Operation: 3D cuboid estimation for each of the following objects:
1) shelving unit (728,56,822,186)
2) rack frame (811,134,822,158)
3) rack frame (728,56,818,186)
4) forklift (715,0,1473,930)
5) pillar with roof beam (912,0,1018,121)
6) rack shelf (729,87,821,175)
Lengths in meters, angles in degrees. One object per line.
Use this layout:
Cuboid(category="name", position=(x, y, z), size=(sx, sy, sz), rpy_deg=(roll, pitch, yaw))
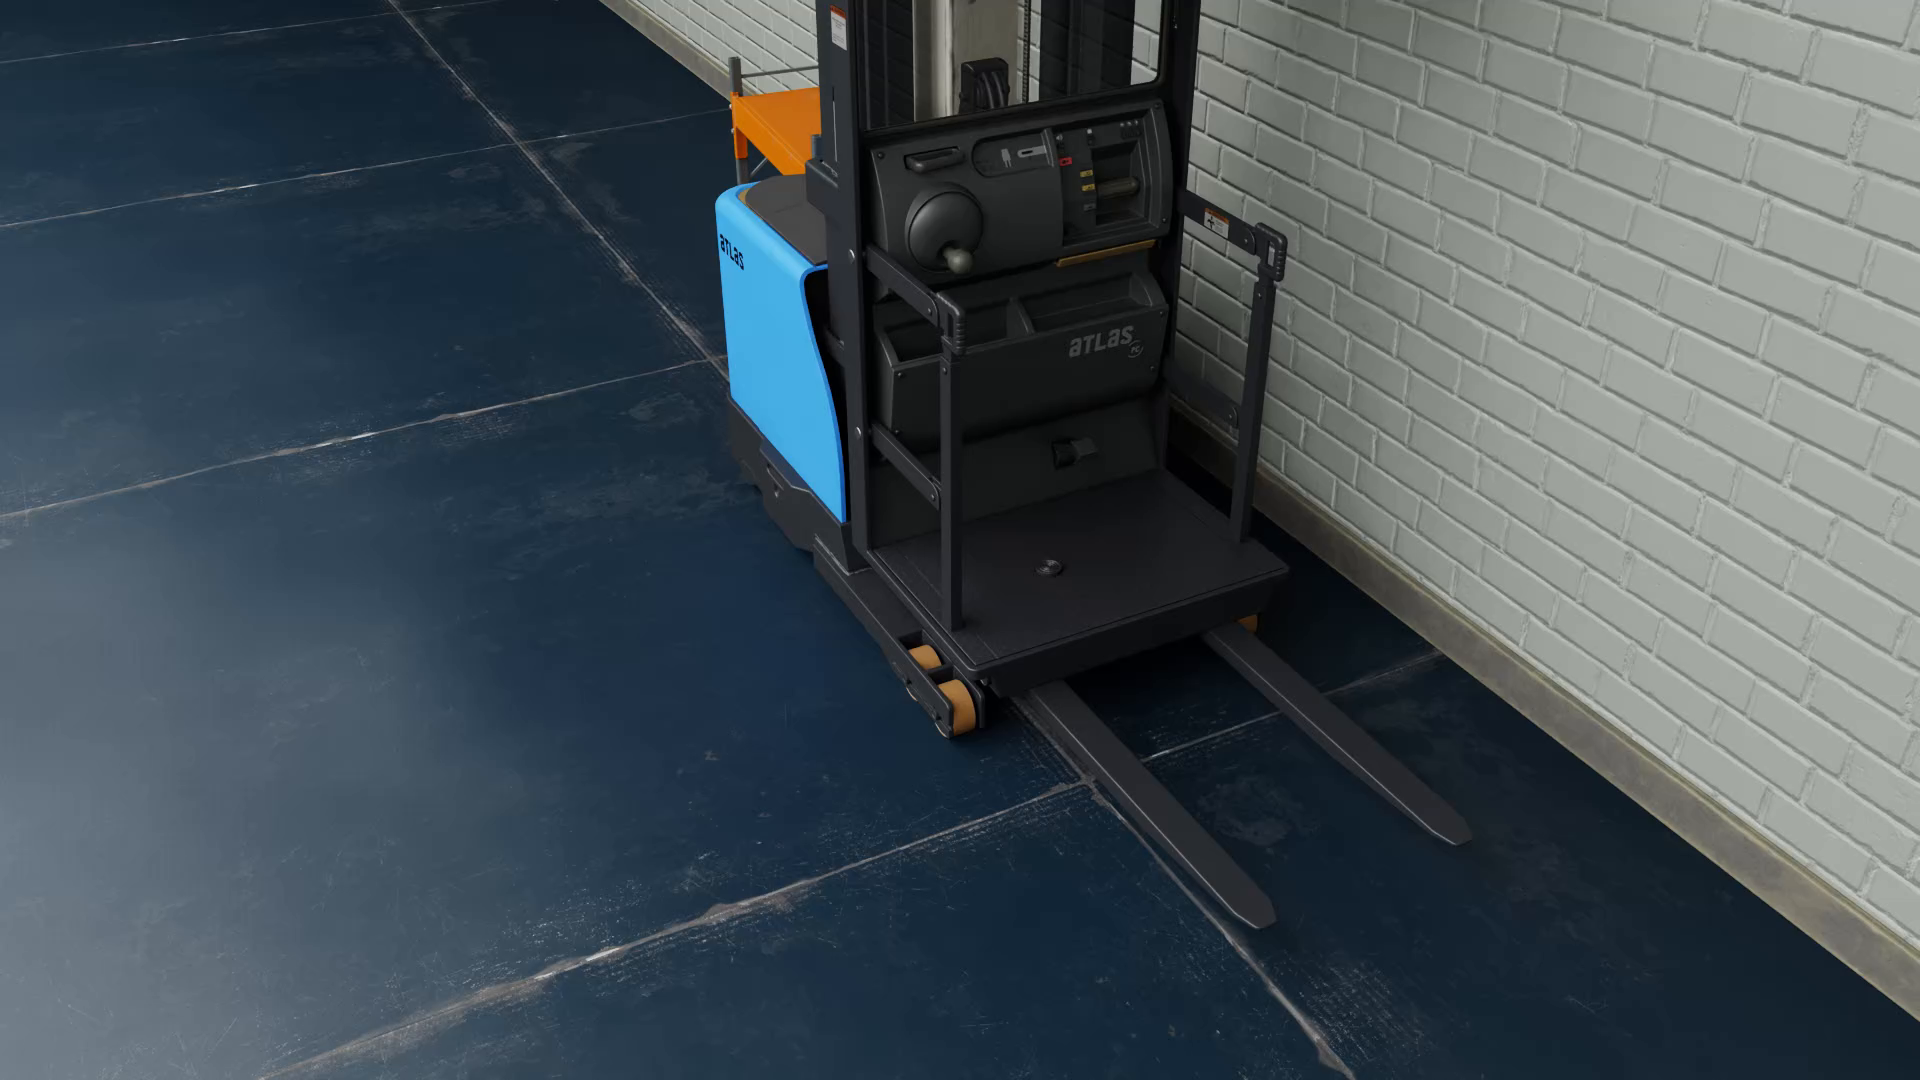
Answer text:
Cuboid(category="shelving unit", position=(-0.498, -1.264, 6.680), size=(0.538, 1.125, 1.048), rpy_deg=(-13, 35, -20))
Cuboid(category="rack frame", position=(-0.296, -1.012, 6.287), size=(0.500, 1.125, 0.032), rpy_deg=(-13, 35, -20))
Cuboid(category="rack frame", position=(-0.699, -1.516, 7.073), size=(0.500, 1.125, 0.032), rpy_deg=(-13, 35, -20))
Cuboid(category="forklift", position=(0.290, -0.937, 4.496), size=(1.130, 2.935, 3.031), rpy_deg=(-16, 36, -23))
Cuboid(category="pillar with roof beam", position=(-3.802, -3.757, 3.272), size=(9.100, 9.000, 0.400), rpy_deg=(-16, 36, -23))
Cuboid(category="rack shelf", position=(-0.498, -1.510, 6.522), size=(0.538, 0.278, 1.000), rpy_deg=(-13, 35, -20))
